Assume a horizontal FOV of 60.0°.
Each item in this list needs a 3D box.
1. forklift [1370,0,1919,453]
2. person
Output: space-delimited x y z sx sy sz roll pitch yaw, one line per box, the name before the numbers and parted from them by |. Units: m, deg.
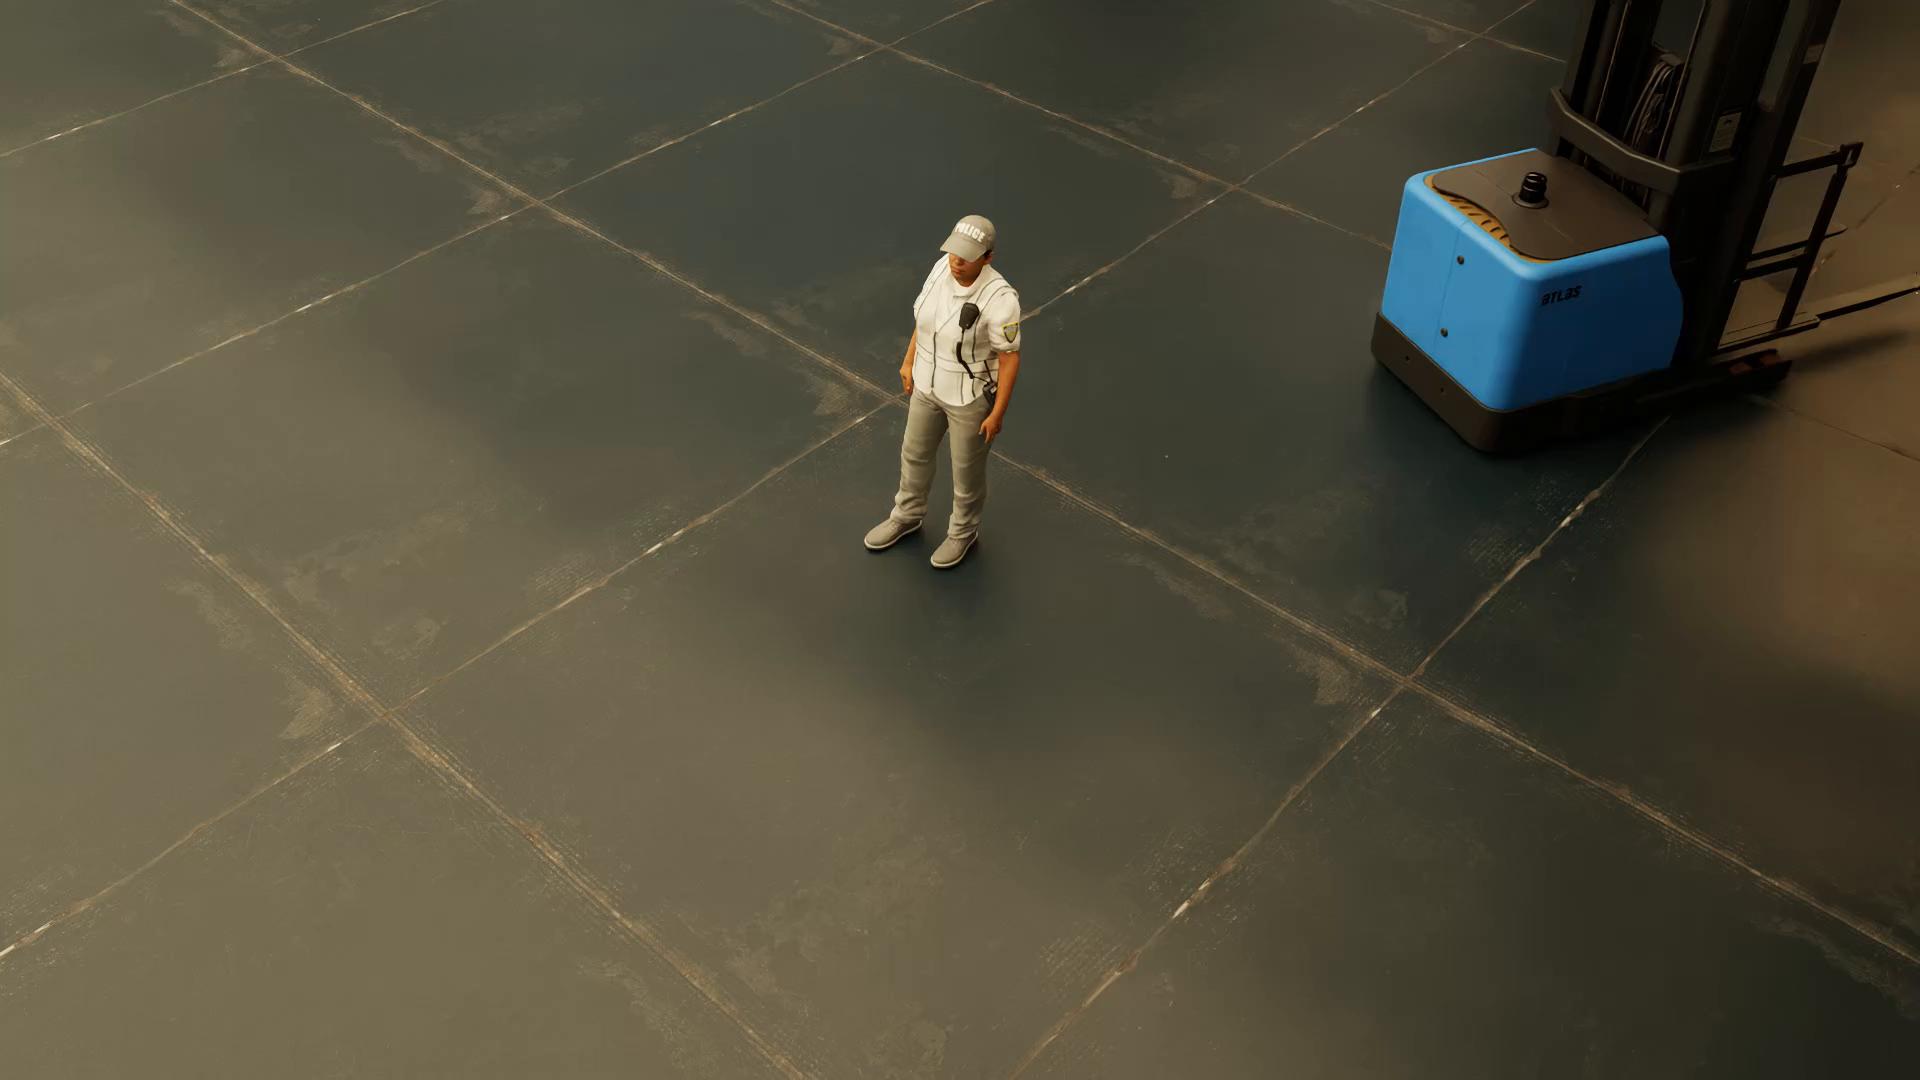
forklift | 3.722 -2.158 7.944 3.031 2.935 1.130 -15 43 -17
person | -0.068 -0.611 7.100 0.599 1.670 0.529 31 49 31
